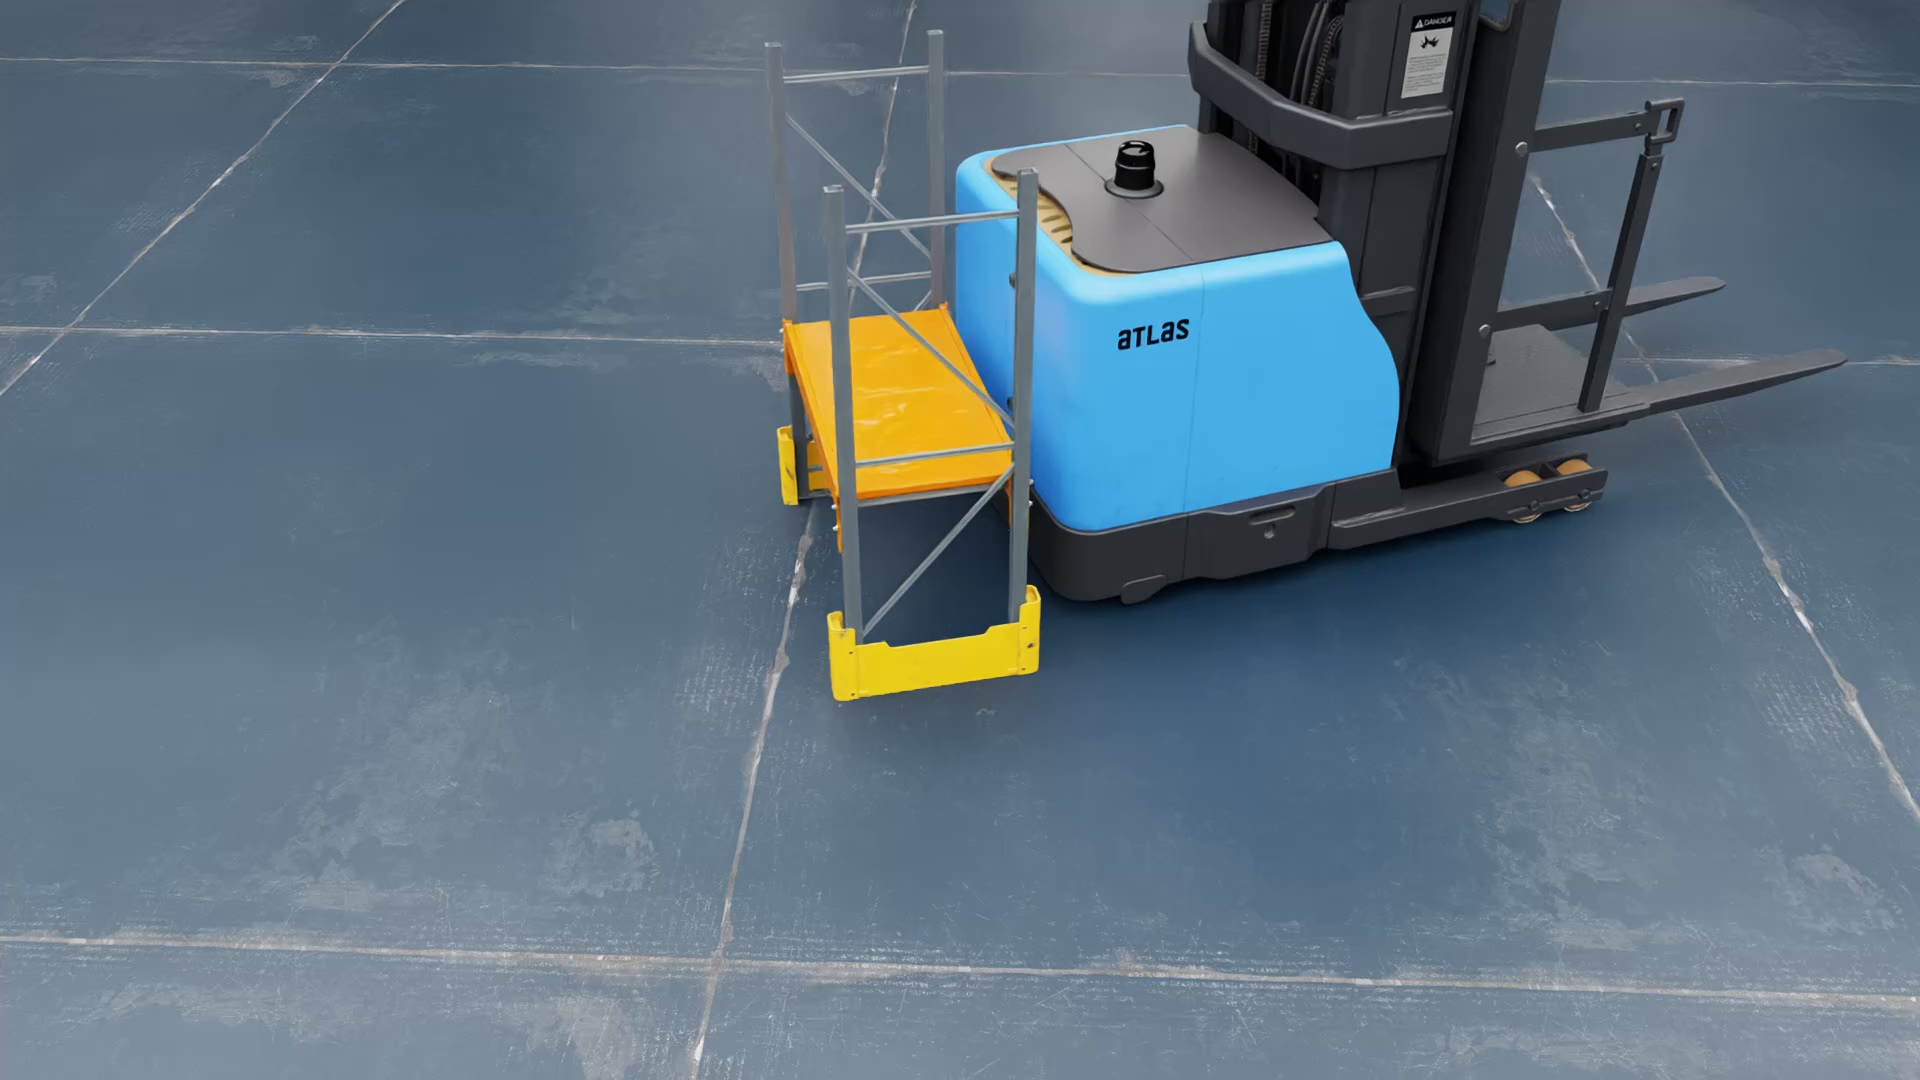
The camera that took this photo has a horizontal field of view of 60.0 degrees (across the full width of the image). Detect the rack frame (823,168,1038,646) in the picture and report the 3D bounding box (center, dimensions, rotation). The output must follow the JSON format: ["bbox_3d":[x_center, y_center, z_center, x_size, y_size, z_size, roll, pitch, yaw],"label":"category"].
[{"bbox_3d":[-0.065,-0.214,4.250,0.500,1.500,0.032,-8,36,-11],"label":"rack frame"}]

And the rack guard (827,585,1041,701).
[{"bbox_3d":[-0.069,0.286,4.625,0.587,0.250,0.087,-8,36,-11],"label":"rack guard"}]

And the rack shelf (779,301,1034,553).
[{"bbox_3d":[-0.179,-0.352,4.759,0.538,0.185,1.000,-8,36,-11],"label":"rack shelf"}]

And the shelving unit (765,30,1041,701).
[{"bbox_3d":[-0.181,-0.504,4.663,0.587,1.500,1.083,-8,36,-11],"label":"shelving unit"}]

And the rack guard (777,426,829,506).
[{"bbox_3d":[-0.293,-0.272,5.419,0.587,0.250,0.087,-8,36,-11],"label":"rack guard"}]

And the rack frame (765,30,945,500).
[{"bbox_3d":[-0.293,-0.784,5.061,0.500,1.500,0.032,-8,36,-11],"label":"rack frame"}]

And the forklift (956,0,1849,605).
[{"bbox_3d":[1.546,-1.526,4.872,3.031,2.935,1.130,-12,37,-16],"label":"forklift"}]
